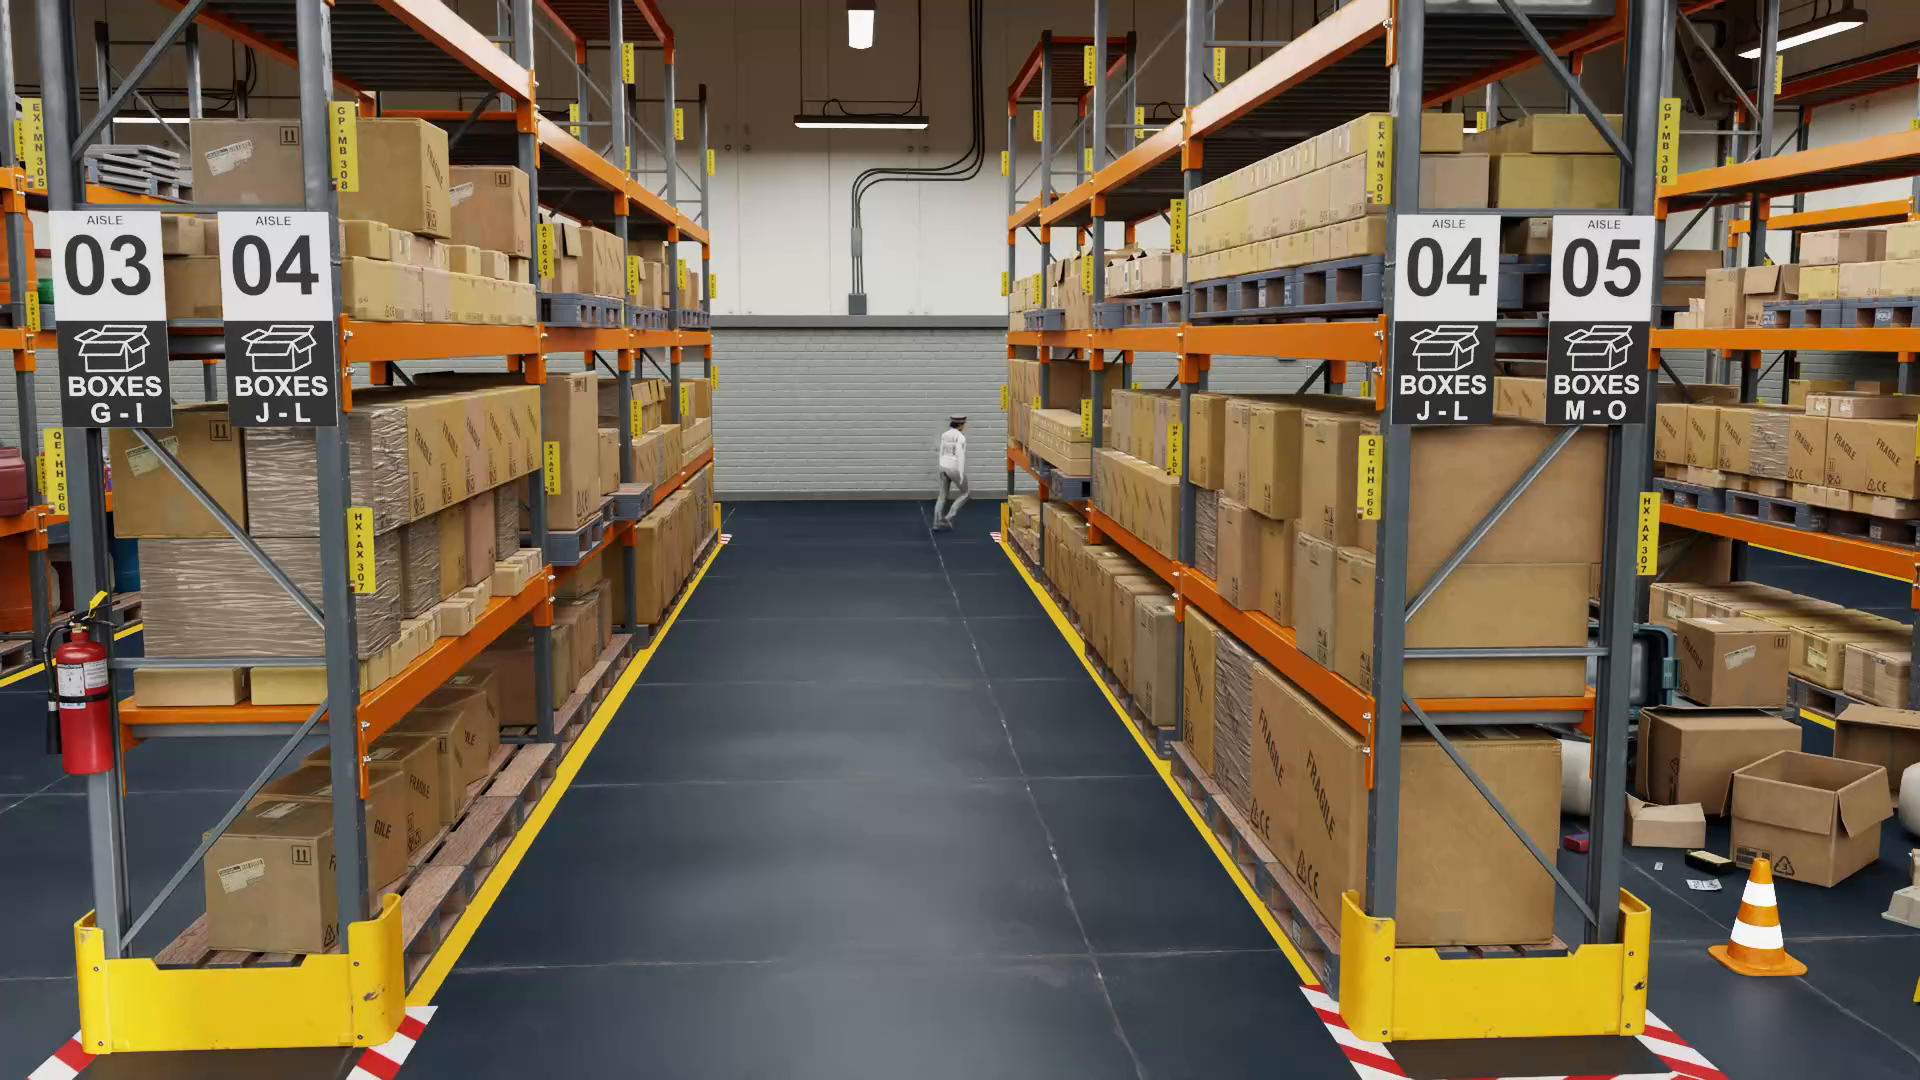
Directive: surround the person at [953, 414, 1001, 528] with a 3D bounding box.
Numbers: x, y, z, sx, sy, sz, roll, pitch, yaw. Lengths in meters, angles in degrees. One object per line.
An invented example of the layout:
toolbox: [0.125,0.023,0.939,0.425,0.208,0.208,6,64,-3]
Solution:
person: [0.316,-0.971,23.651,0.771,1.635,0.525,-3,8,-23]
